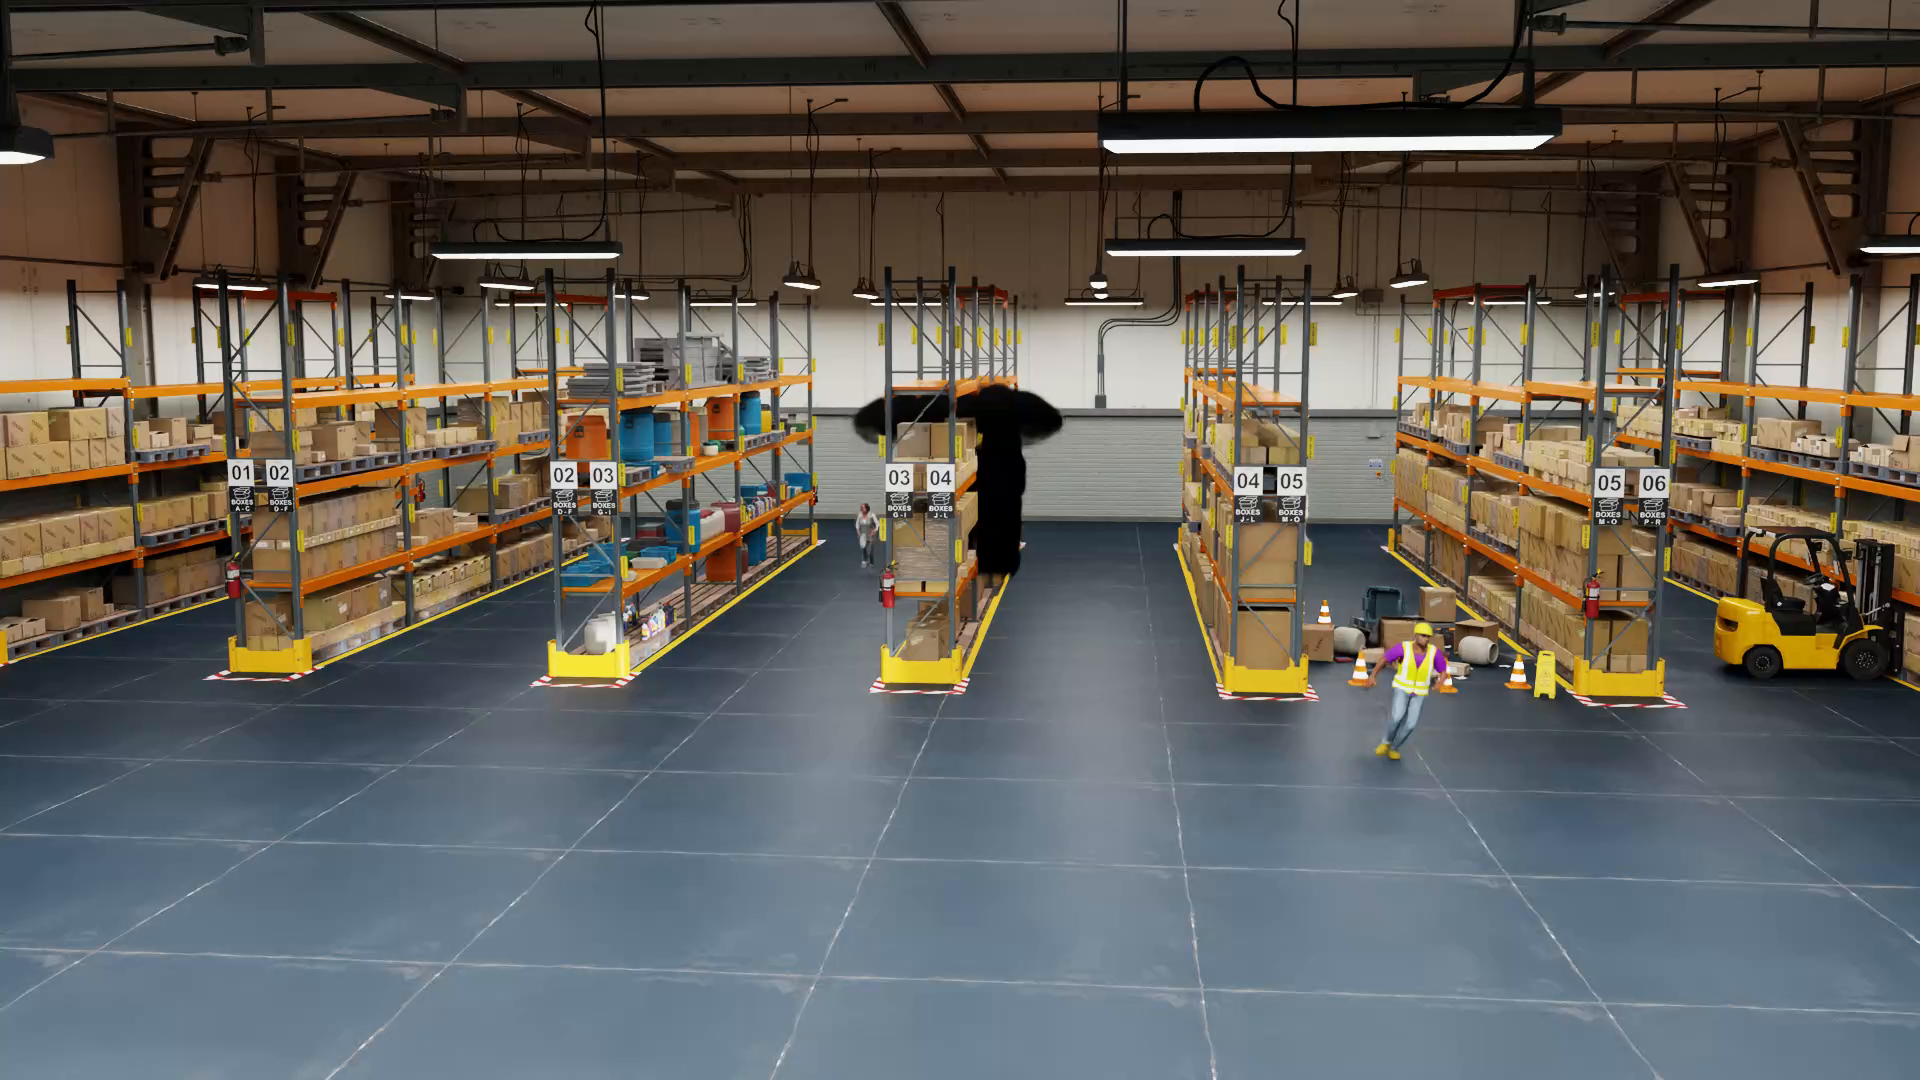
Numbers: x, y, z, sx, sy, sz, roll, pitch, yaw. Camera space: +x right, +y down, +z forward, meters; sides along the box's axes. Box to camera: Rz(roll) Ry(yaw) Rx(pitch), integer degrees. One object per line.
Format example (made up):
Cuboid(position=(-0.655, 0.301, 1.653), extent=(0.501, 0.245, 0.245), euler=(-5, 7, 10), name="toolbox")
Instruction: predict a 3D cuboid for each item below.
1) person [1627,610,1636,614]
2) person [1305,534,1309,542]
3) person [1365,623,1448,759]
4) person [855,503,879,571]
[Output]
Cuboid(position=(11.570, 0.849, 28.994), extent=(0.566, 1.309, 0.757), euler=(-2, 7, -14), name="person")
Cuboid(position=(7.793, -0.579, 38.877), extent=(0.633, 1.719, 0.951), euler=(-5, 8, -35), name="person")
Cuboid(position=(5.338, 1.801, 19.707), extent=(0.905, 1.652, 0.647), euler=(0, 7, -3), name="person")
Cuboid(position=(-1.930, -0.061, 34.738), extent=(0.540, 1.478, 0.839), euler=(1, 7, 9), name="person")
